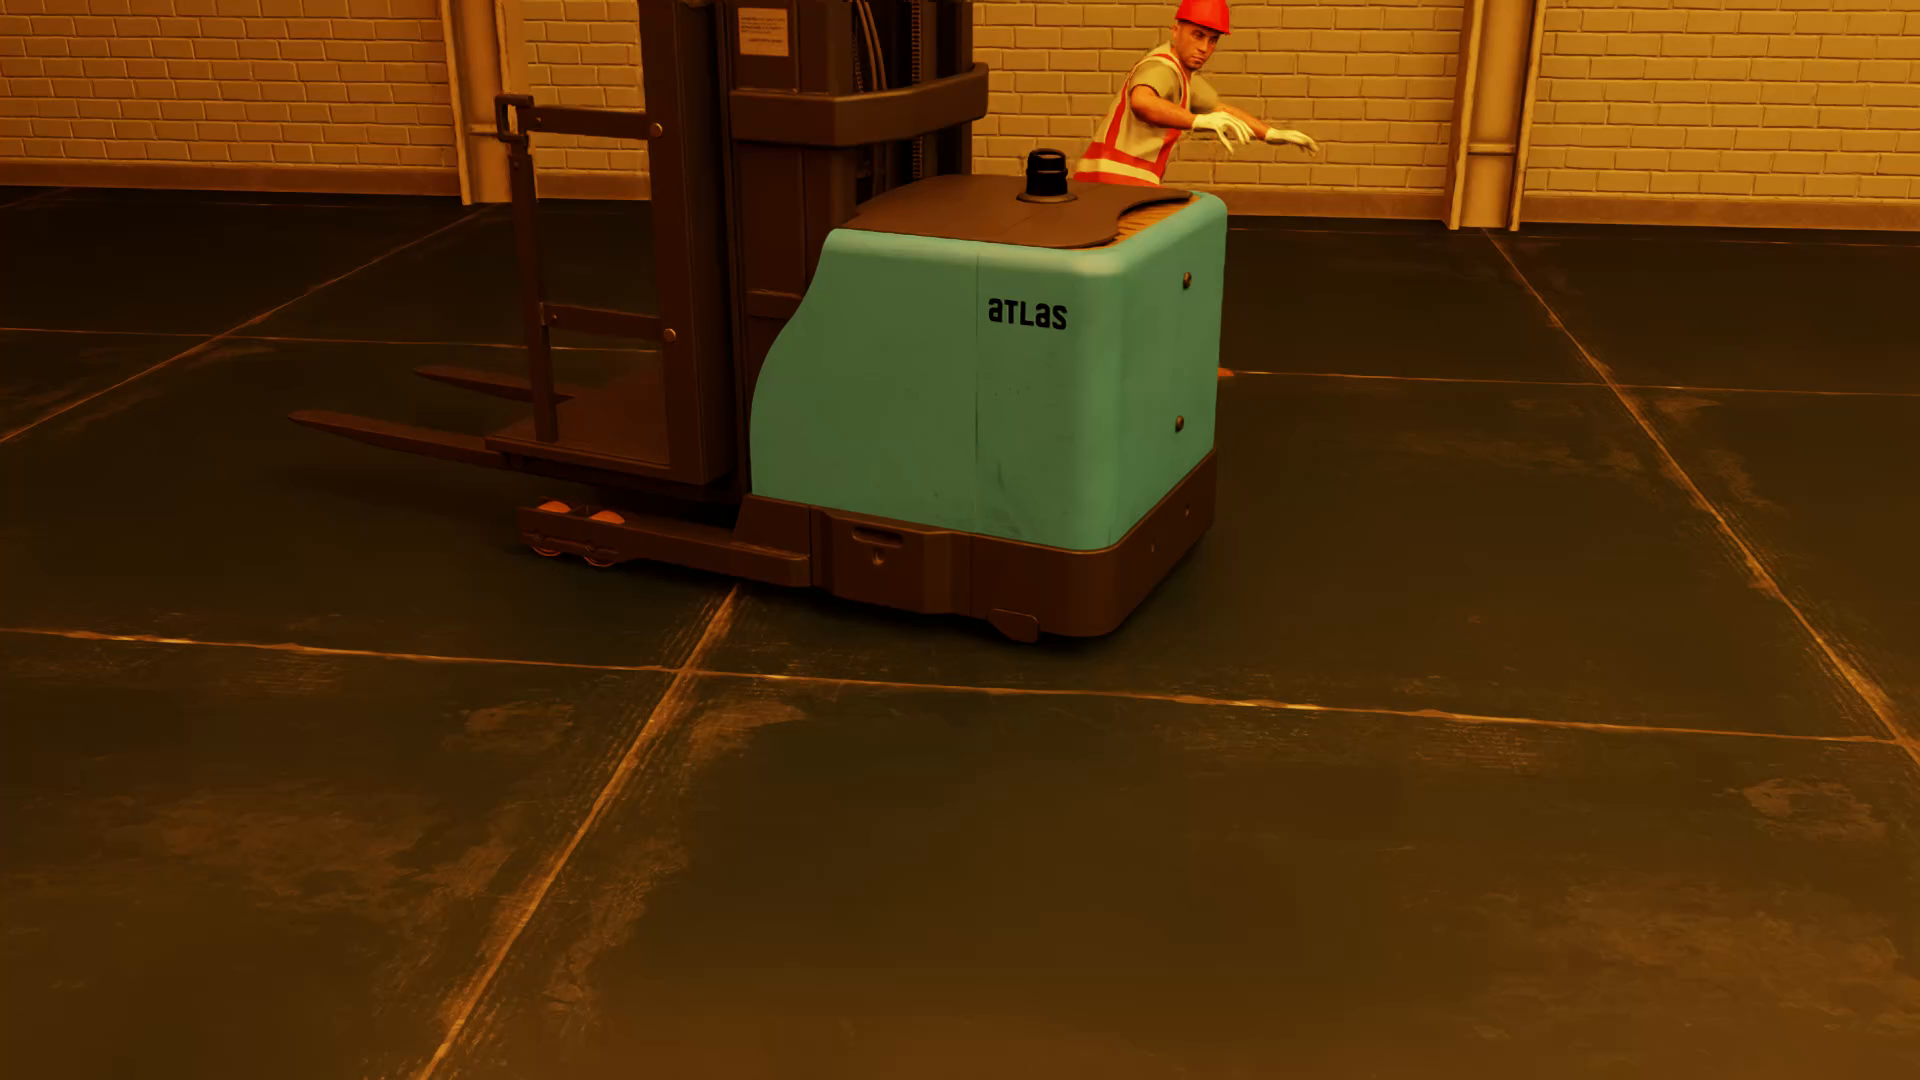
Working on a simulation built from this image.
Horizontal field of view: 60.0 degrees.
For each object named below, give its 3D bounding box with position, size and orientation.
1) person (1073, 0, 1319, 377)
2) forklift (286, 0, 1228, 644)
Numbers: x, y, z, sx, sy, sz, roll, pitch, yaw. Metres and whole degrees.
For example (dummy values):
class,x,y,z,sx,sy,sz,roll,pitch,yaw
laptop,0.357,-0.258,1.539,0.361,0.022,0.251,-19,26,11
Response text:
class,x,y,z,sx,sy,sz,roll,pitch,yaw
person,0.939,-1.284,6.366,1.147,1.553,0.911,-7,23,-18
forklift,-0.773,-1.443,4.837,3.031,2.935,1.130,10,24,23
